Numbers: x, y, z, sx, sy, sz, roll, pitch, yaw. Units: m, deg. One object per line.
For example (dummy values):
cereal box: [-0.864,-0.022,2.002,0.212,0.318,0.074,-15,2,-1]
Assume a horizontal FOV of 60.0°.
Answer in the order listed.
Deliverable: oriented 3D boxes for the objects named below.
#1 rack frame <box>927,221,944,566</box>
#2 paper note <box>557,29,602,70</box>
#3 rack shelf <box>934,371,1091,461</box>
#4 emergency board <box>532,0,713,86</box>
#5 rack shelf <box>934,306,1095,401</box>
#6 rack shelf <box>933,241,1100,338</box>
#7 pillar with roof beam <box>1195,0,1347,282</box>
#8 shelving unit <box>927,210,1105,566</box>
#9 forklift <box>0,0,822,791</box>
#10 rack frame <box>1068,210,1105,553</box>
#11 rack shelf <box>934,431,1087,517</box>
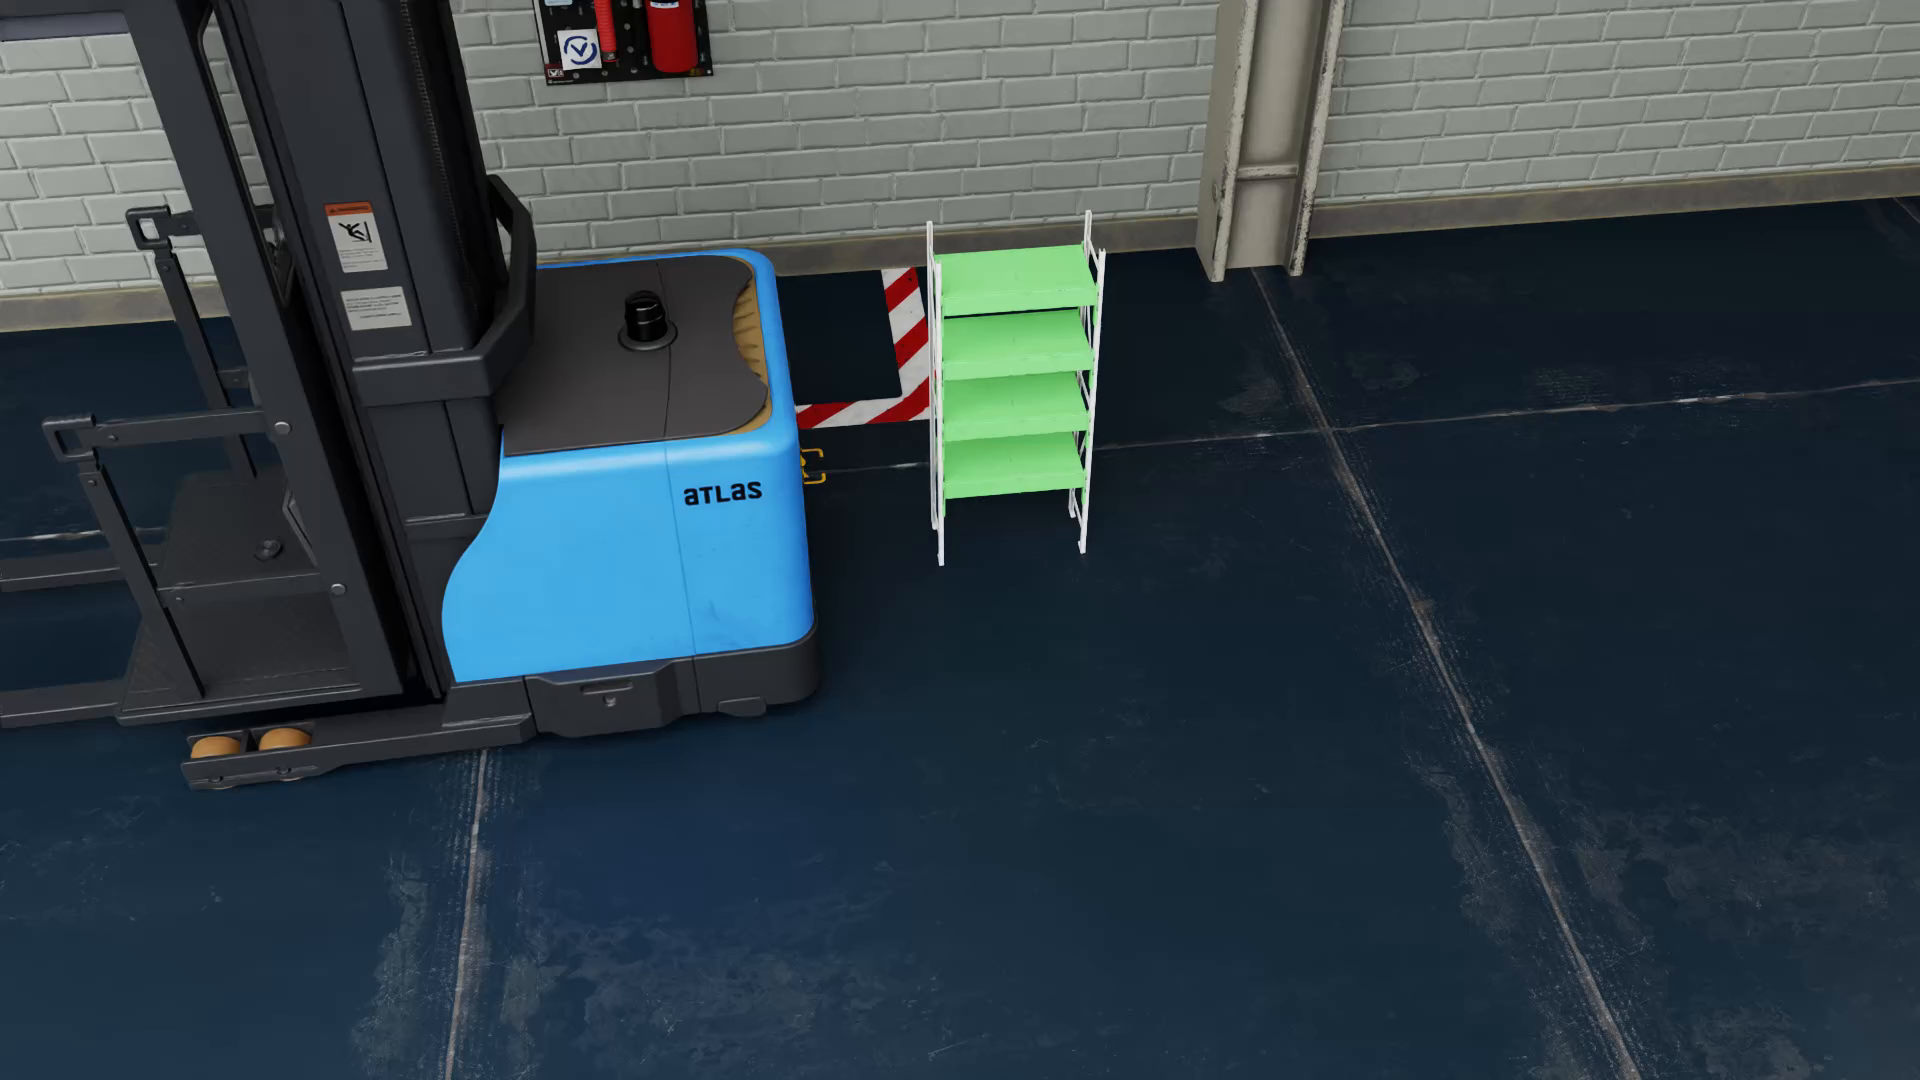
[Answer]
rack frame: [-0.078,-0.439,5.341,0.015,1.200,0.240,-5,42,-6]
paper note: [-1.416,-1.826,6.193,0.142,0.148,0.016,-5,42,-6]
rack shelf: [0.164,-0.412,5.407,0.480,0.148,0.258,-5,42,-6]
emergency board: [-1.232,-2.123,5.864,0.643,1.169,0.194,-5,42,-6]
rack shelf: [0.164,-0.591,5.246,0.480,0.148,0.258,-5,42,-6]
rack shelf: [0.164,-0.769,5.085,0.480,0.148,0.258,-5,42,-6]
pillar with roof beam: [1.782,-1.681,0.895,0.400,9.000,9.100,-5,42,-6]
shelving unit: [0.164,-0.460,5.364,0.503,1.200,0.258,-5,42,-6]
forklift: [-1.992,-0.731,4.372,3.031,2.935,1.130,-6,42,-7]
rack frame: [0.406,-0.481,5.388,0.015,1.200,0.240,-5,42,-6]
rack shelf: [0.164,-0.234,5.568,0.480,0.148,0.258,-5,42,-6]
